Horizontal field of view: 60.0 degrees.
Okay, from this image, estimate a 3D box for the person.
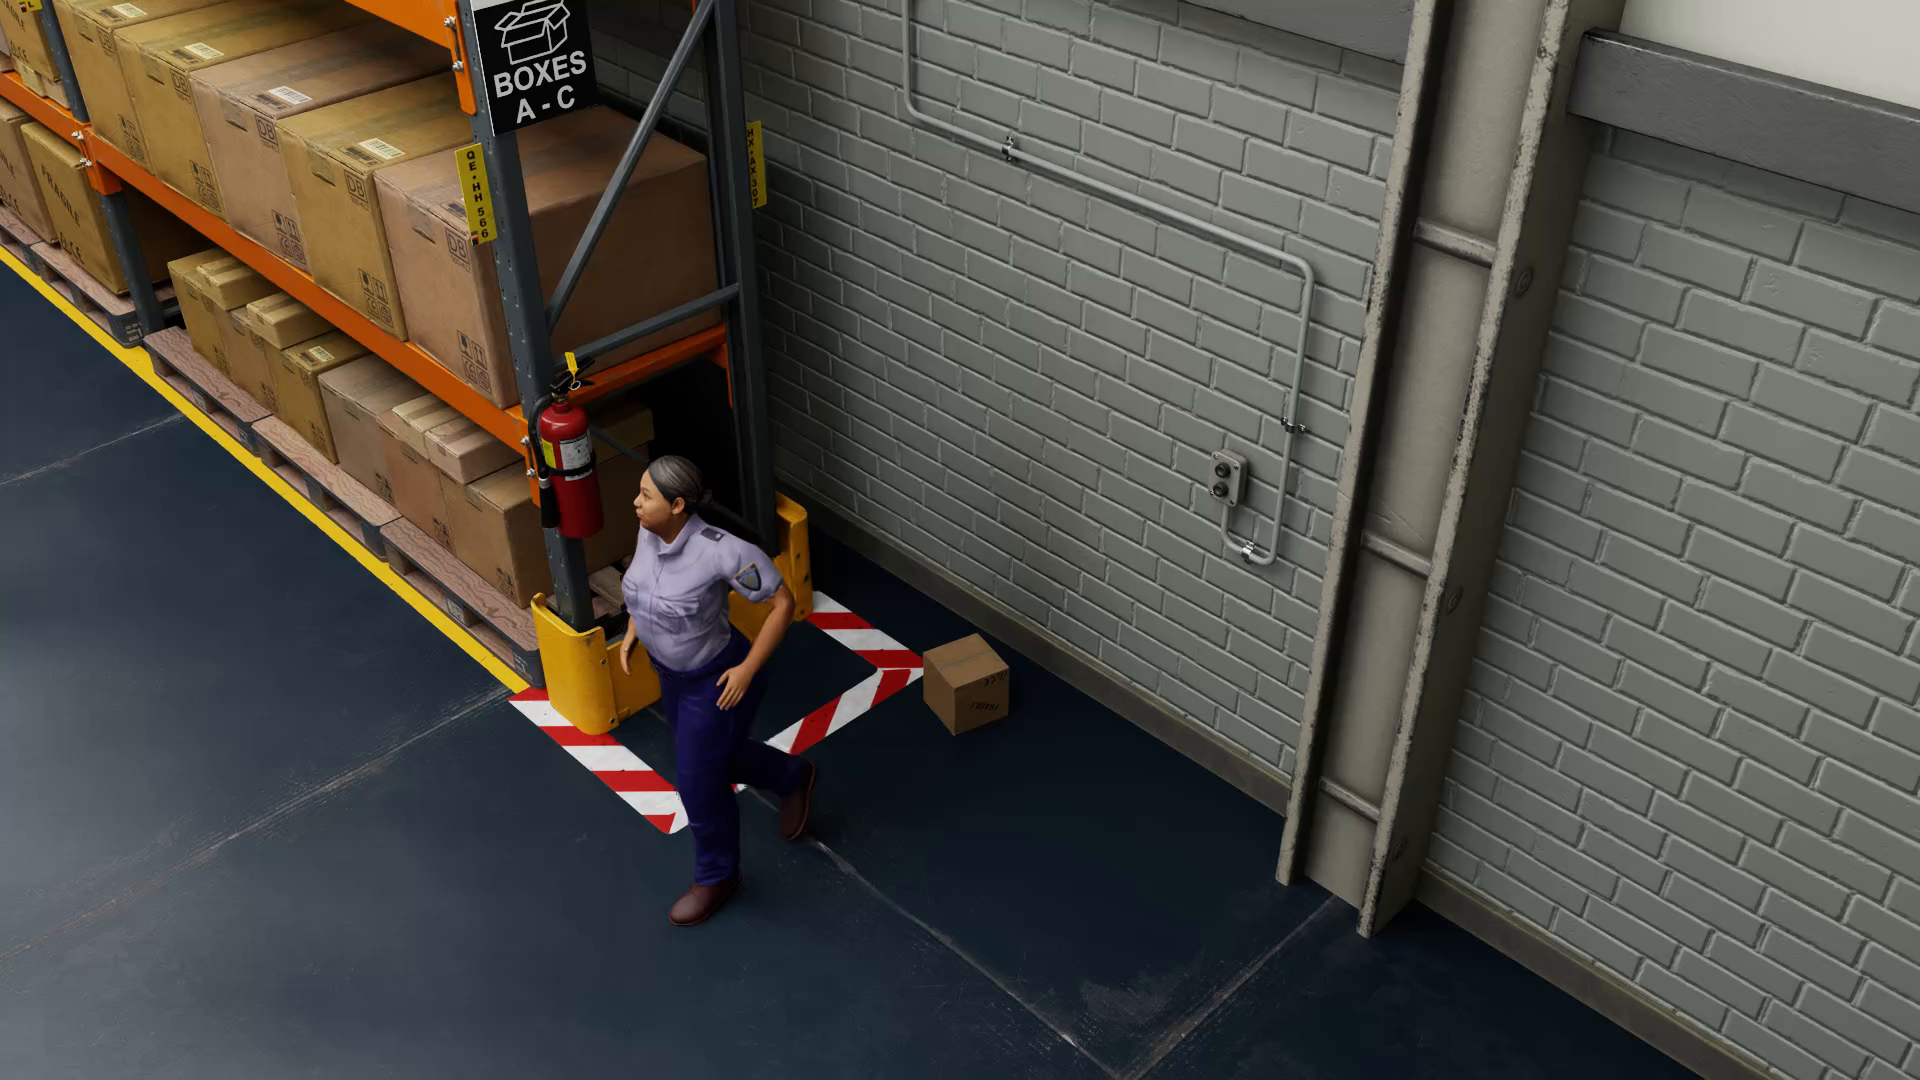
[{"bbox_3d":[-0.849,0.439,5.567,0.721,1.641,0.636,-26,43,-32],"label":"person"}]
